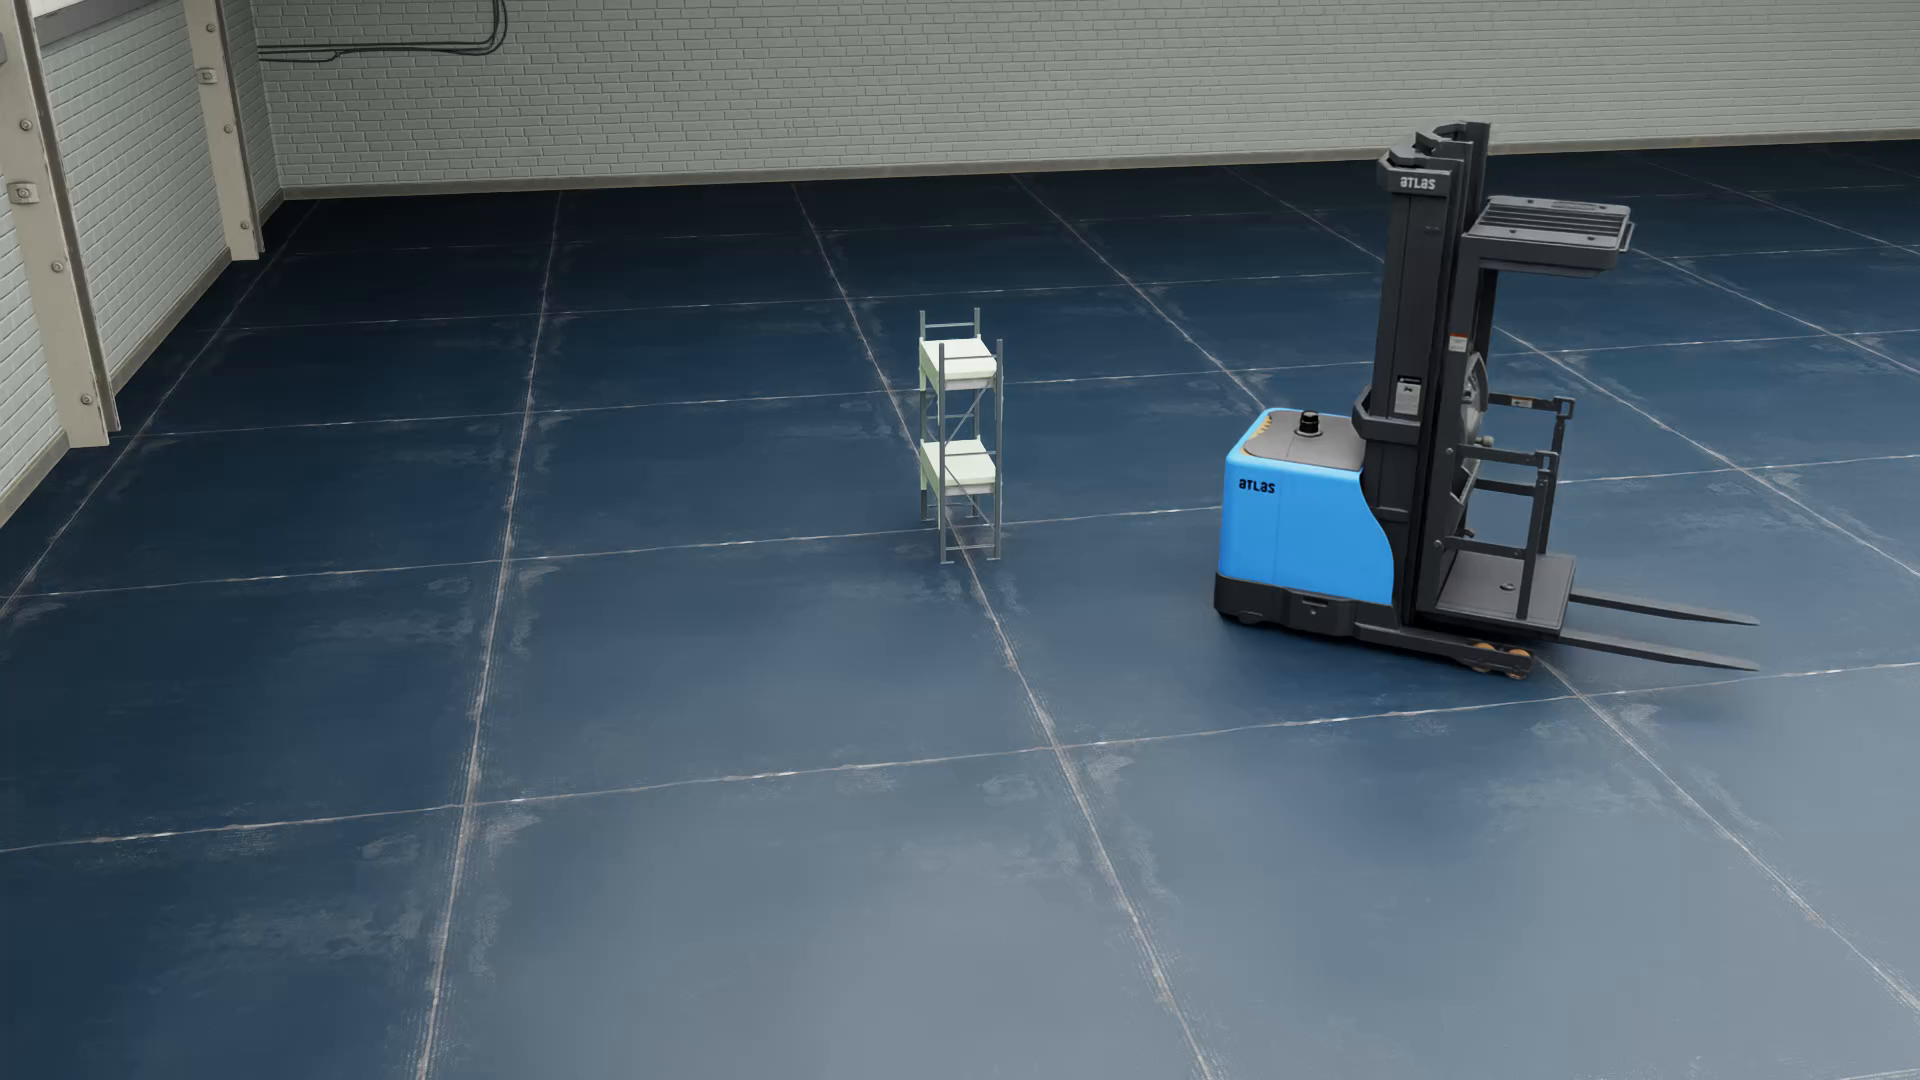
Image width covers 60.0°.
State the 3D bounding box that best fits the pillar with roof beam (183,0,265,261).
[{"bbox_3d":[5.855,-2.236,5.064,22.890,9.050,30.400,-4,24,-10],"label":"pillar with roof beam"}]

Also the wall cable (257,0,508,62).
[{"bbox_3d":[-7.171,-7.118,20.184,3.097,2.526,0.112,-4,24,-10],"label":"wall cable"}]

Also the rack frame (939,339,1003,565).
[{"bbox_3d":[0.066,-0.546,10.626,0.400,1.500,0.023,-4,24,-10],"label":"rack frame"}]

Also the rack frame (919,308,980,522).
[{"bbox_3d":[-0.069,-0.834,11.285,0.400,1.500,0.023,-4,24,-10],"label":"rack frame"}]

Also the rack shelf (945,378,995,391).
[{"bbox_3d":[-0.001,-1.113,10.771,0.332,0.071,0.664,-4,24,-10],"label":"rack shelf"}]

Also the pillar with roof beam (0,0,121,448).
[{"bbox_3d":[-2.585,-5.243,12.011,9.100,9.000,0.400,-4,24,-10],"label":"pillar with roof beam"}]

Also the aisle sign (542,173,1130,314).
[{"bbox_3d":[-1.720,-3.628,19.556,6.000,0.001,6.000,-4,24,-10],"label":"aisle sign"}]
